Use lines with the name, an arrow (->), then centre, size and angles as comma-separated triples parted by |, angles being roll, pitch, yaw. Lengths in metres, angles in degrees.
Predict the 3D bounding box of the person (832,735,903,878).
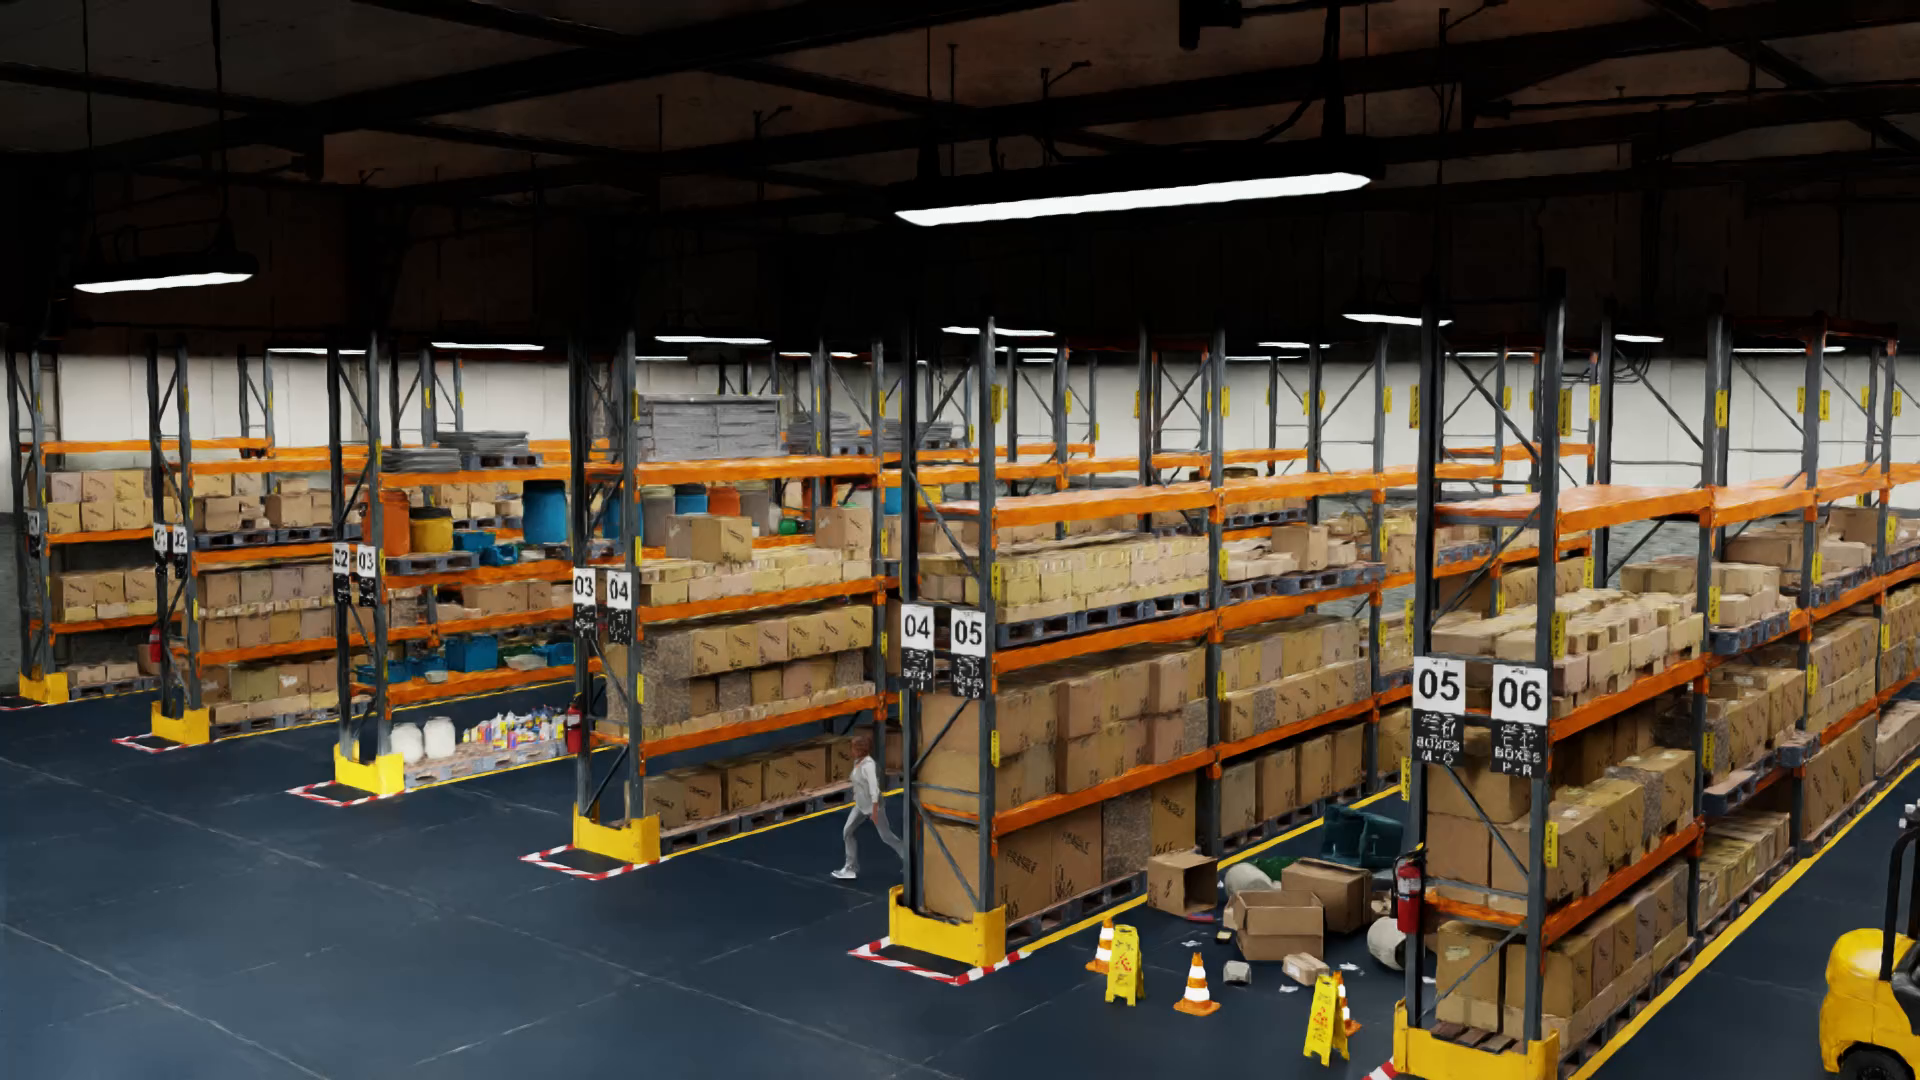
person -> -0.906, 2.811, 17.589 | 0.868, 1.530, 0.461 | -3, 6, -29

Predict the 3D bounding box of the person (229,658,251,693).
person -> -11.719, 1.815, 27.173 | 0.457, 1.783, 0.618 | 1, 5, 7
